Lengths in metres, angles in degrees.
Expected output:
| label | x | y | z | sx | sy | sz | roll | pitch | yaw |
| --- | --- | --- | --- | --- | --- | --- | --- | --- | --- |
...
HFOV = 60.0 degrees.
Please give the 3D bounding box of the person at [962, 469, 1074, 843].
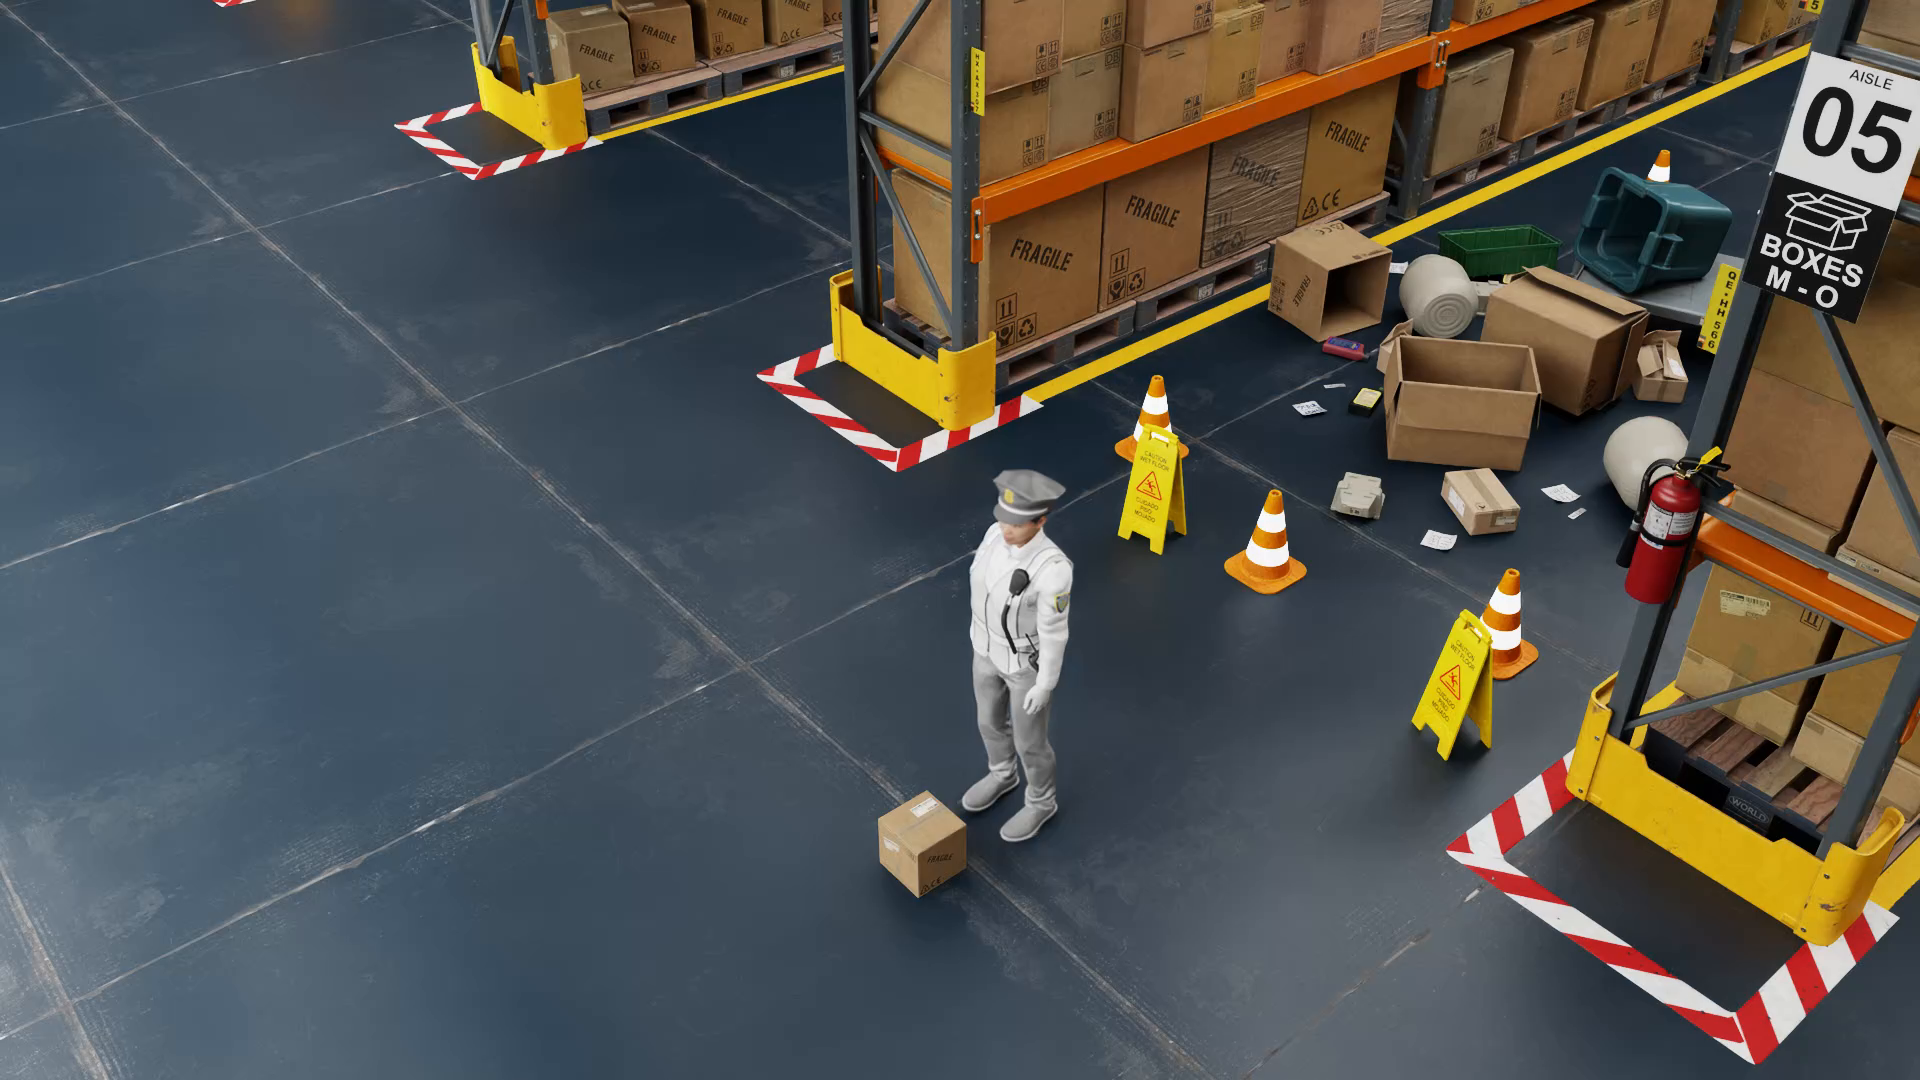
| label | x | y | z | sx | sy | sz | roll | pitch | yaw |
| --- | --- | --- | --- | --- | --- | --- | --- | --- | --- |
| person | 0.215 | 0.462 | 6.436 | 0.338 | 1.680 | 0.466 | -25 | 43 | -30 |
